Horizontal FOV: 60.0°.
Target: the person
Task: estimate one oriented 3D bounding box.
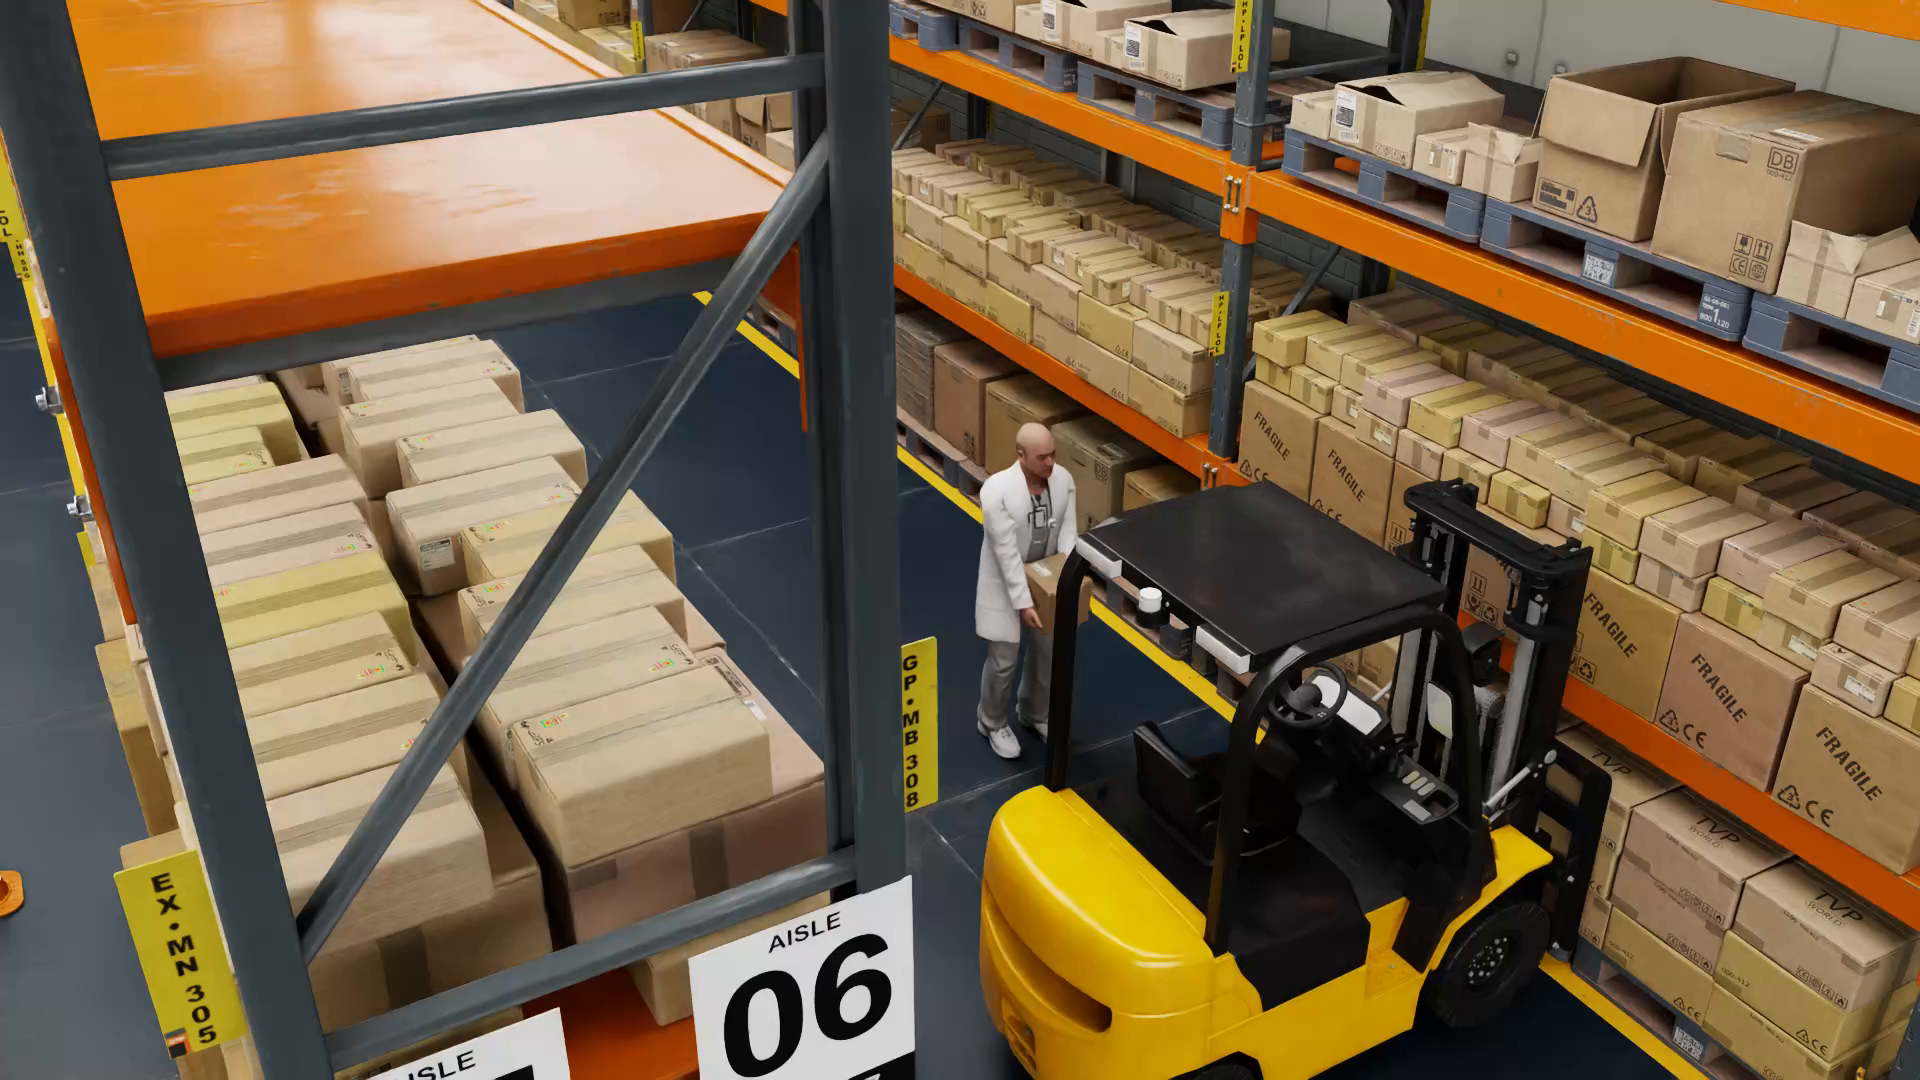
[{"bbox_3d":[0.351,0.261,8.119,0.531,1.774,0.573,-16,33,-27],"label":"person"}]
